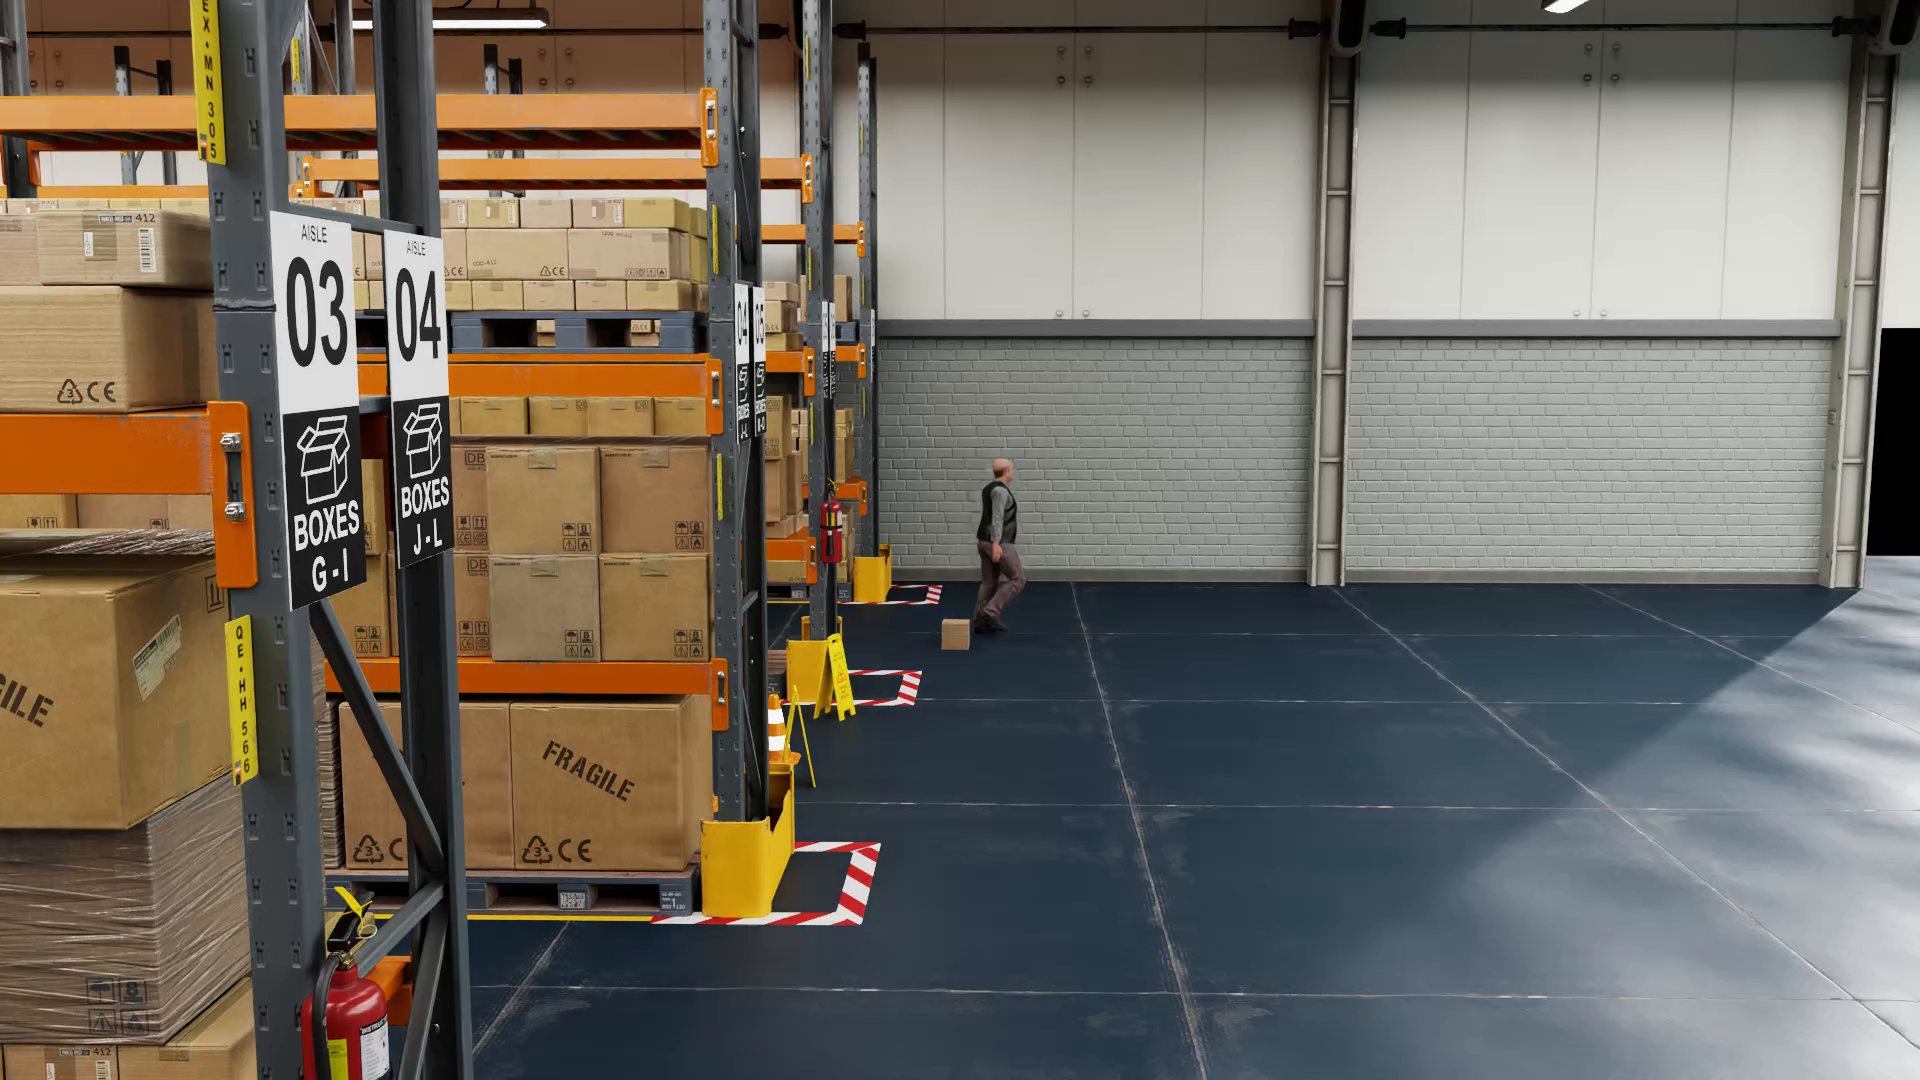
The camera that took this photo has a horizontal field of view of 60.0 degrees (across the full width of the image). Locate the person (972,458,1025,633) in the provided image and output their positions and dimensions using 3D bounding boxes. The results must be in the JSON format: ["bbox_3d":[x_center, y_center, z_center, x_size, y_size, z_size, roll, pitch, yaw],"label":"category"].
[{"bbox_3d":[0.352,0.054,16.303,0.492,1.707,0.567,-2,8,-19],"label":"person"}]
